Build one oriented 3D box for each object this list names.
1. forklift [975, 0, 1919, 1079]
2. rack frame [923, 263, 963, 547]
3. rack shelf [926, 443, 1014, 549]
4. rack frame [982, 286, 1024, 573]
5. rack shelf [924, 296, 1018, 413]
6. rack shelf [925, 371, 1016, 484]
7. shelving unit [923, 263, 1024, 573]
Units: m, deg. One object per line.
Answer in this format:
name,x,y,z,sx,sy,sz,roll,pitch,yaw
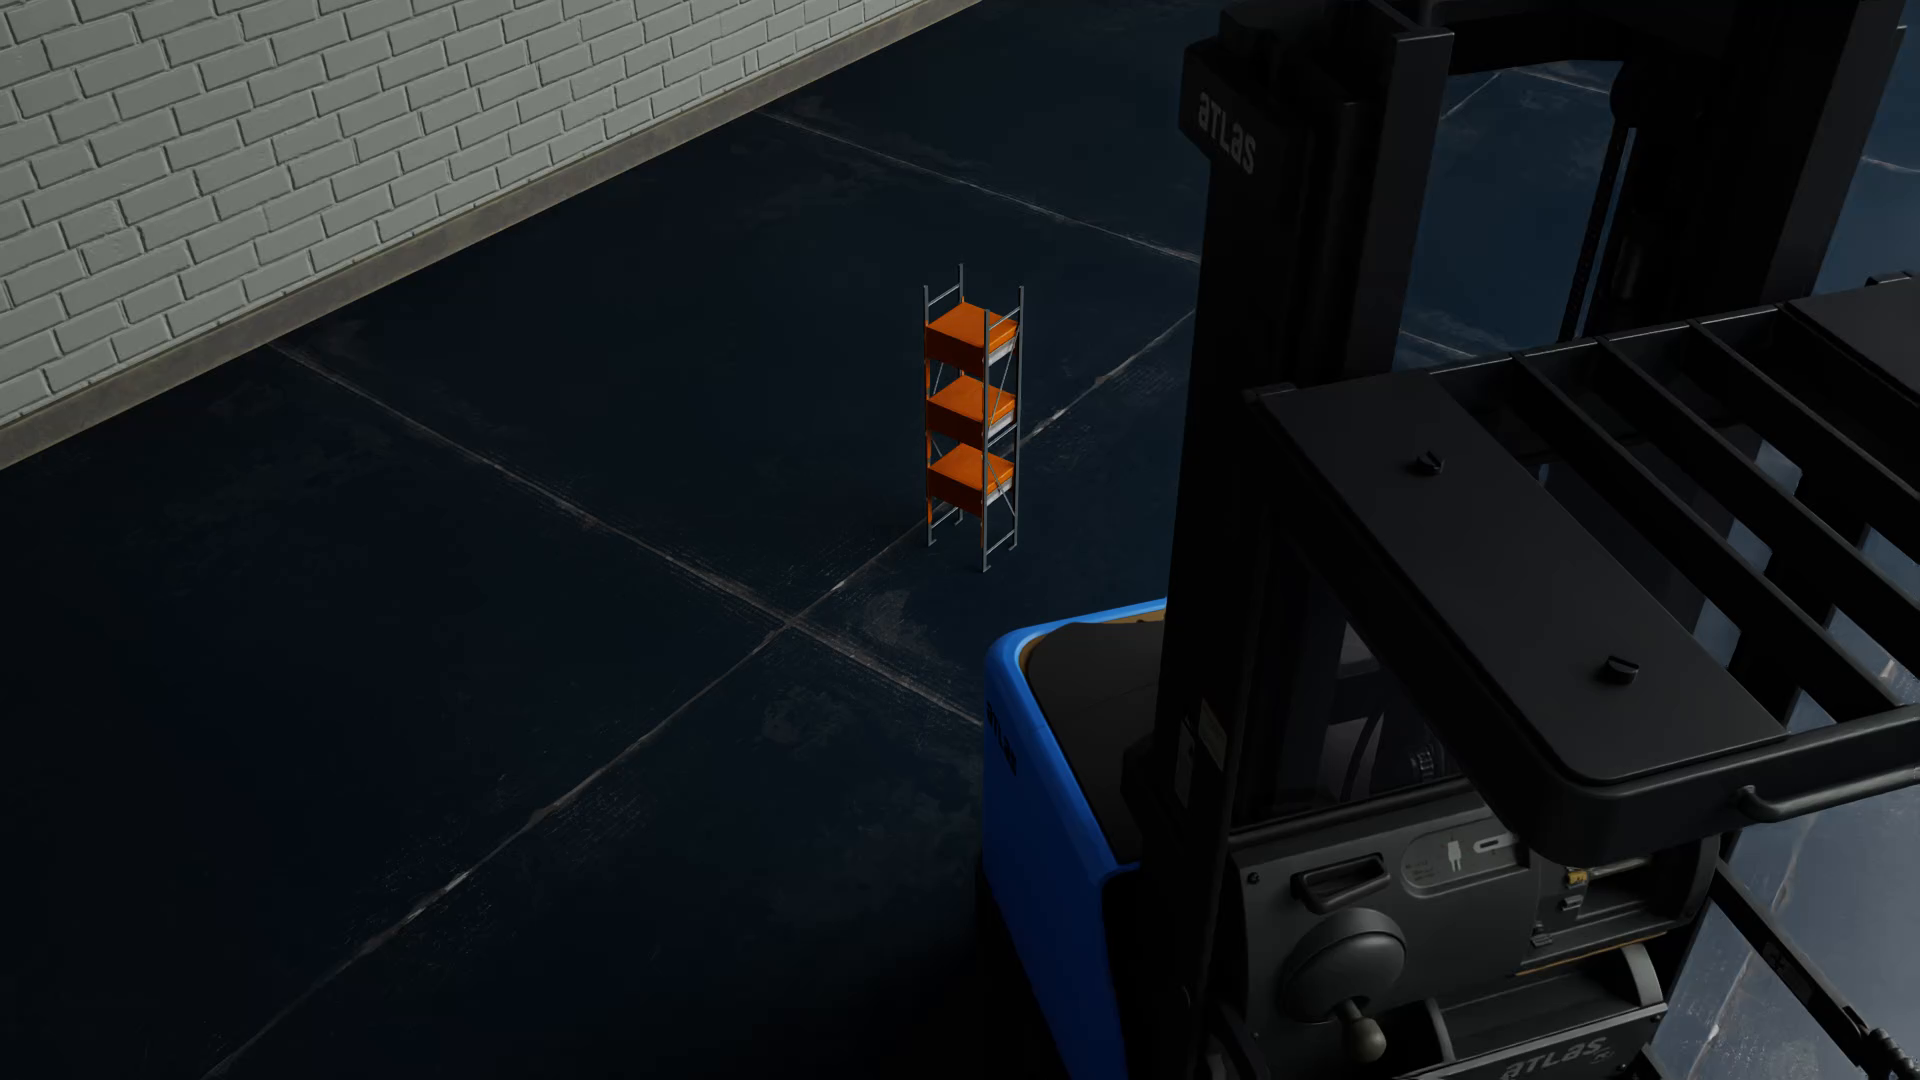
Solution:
forklift,0.972,0.691,2.705,1.130,2.935,3.031,-11,39,-14
rack frame,-0.054,-0.439,5.674,0.008,1.050,0.200,25,45,29
rack shelf,0.043,-0.166,5.794,0.240,0.259,0.215,25,45,29
rack frame,0.139,-0.348,5.558,0.008,1.050,0.200,25,45,29
rack shelf,0.042,-0.608,5.448,0.240,0.259,0.215,25,45,29
rack shelf,0.042,-0.385,5.623,0.240,0.259,0.215,25,45,29
shelving unit,0.042,-0.393,5.616,0.252,1.050,0.215,25,45,29
